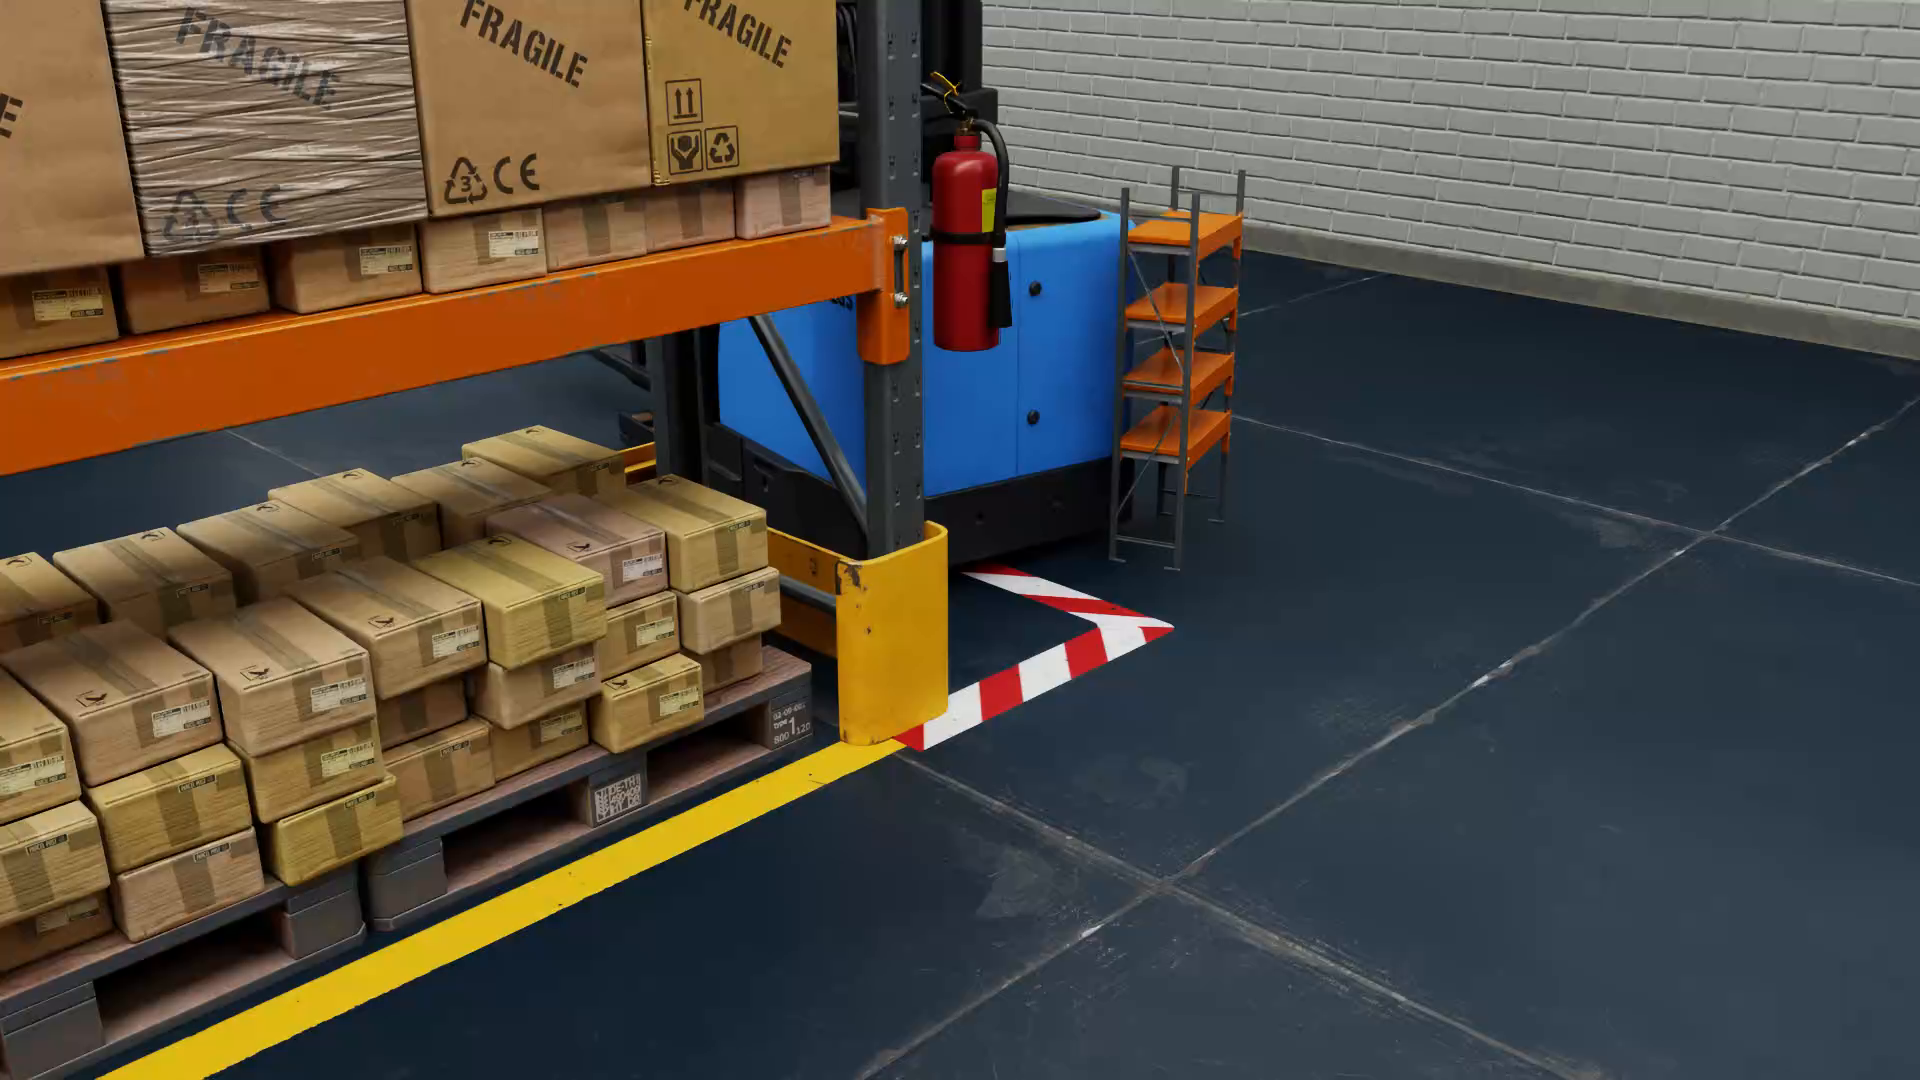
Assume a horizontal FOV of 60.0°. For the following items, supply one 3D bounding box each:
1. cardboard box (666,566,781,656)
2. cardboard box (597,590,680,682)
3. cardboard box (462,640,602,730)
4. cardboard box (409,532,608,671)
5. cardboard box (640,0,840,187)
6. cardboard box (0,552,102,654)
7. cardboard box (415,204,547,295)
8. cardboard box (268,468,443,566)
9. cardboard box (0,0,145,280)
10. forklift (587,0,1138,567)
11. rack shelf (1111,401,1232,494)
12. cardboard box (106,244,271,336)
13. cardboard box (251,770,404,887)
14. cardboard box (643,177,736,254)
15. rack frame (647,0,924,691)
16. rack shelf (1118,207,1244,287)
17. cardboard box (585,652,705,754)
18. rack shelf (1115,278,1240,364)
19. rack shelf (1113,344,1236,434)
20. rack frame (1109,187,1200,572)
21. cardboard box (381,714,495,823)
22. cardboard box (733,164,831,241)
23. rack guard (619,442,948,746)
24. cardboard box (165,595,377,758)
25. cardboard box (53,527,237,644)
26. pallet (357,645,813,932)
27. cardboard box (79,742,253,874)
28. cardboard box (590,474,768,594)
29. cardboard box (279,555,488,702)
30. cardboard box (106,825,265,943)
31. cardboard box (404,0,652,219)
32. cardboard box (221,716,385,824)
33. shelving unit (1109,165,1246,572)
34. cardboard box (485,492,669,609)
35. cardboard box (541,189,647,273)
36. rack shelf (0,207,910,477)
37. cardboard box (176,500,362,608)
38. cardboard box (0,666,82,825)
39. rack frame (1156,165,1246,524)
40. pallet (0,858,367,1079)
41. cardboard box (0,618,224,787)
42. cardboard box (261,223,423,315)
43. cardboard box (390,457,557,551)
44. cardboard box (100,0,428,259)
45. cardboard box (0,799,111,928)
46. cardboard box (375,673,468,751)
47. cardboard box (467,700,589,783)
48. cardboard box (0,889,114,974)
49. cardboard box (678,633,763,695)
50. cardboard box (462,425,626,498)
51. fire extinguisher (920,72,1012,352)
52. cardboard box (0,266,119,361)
[{"bbox_3d":[-0.654,0.125,4.042,0.380,0.149,0.250,18,28,39],"label":"cardboard box"},{"bbox_3d":[-0.875,0.179,3.902,0.380,0.149,0.250,18,28,39],"label":"cardboard box"},{"bbox_3d":[-1.015,0.259,3.693,0.380,0.149,0.250,18,27,39],"label":"cardboard box"},{"bbox_3d":[-0.984,0.127,3.621,0.380,0.149,0.250,18,28,39],"label":"cardboard box"},{"bbox_3d":[-0.619,-1.083,3.658,0.500,0.500,0.500,-19,28,-41],"label":"cardboard box"},{"bbox_3d":[-2.003,0.172,3.505,0.250,0.149,0.380,-20,28,-41],"label":"cardboard box"},{"bbox_3d":[-1.041,-0.612,3.335,0.250,0.149,0.380,-19,28,-41],"label":"cardboard box"},{"bbox_3d":[-1.473,-0.037,4.050,0.380,0.149,0.250,19,28,40],"label":"cardboard box"},{"bbox_3d":[-1.684,-0.694,2.645,0.500,0.500,0.500,-18,28,-39],"label":"cardboard box"},{"bbox_3d":[-0.658,-1.721,5.966,1.130,2.935,3.031,-14,25,-31],"label":"forklift"},{"bbox_3d":[0.697,-0.308,5.445,0.258,0.148,0.480,9,23,23],"label":"rack shelf"},{"bbox_3d":[-1.477,-0.497,3.037,0.380,0.149,0.250,18,27,38],"label":"cardboard box"},{"bbox_3d":[-1.357,0.530,3.402,0.380,0.149,0.250,18,27,38],"label":"cardboard box"},{"bbox_3d":[-0.715,-0.751,3.699,0.380,0.149,0.250,19,28,41],"label":"cardboard box"},{"bbox_3d":[-0.490,-1.078,4.198,1.000,3.000,0.127,19,28,41],"label":"rack frame"},{"bbox_3d":[0.697,-0.923,5.209,0.258,0.148,0.480,9,23,23],"label":"rack shelf"},{"bbox_3d":[-0.815,0.336,3.908,0.250,0.149,0.380,-19,28,-40],"label":"cardboard box"},{"bbox_3d":[0.697,-0.702,5.294,0.258,0.148,0.480,9,23,23],"label":"rack shelf"},{"bbox_3d":[0.697,-0.494,5.374,0.258,0.148,0.480,9,23,23],"label":"rack shelf"},{"bbox_3d":[0.594,-0.477,5.143,0.240,1.200,0.015,9,23,23],"label":"rack frame"},{"bbox_3d":[-1.224,0.449,3.614,0.380,0.149,0.250,20,28,41],"label":"cardboard box"},{"bbox_3d":[-0.515,-0.806,3.841,0.380,0.149,0.250,19,28,41],"label":"cardboard box"},{"bbox_3d":[-0.543,0.109,4.595,1.175,0.500,0.348,19,28,41],"label":"rack guard"},{"bbox_3d":[-1.357,0.261,3.274,0.250,0.149,0.380,-19,28,-40],"label":"cardboard box"},{"bbox_3d":[-1.787,0.116,3.651,0.250,0.149,0.380,-19,28,-40],"label":"cardboard box"},{"bbox_3d":[-1.135,0.443,4.127,1.003,0.211,1.213,19,28,41],"label":"pallet"},{"bbox_3d":[-1.559,0.457,3.179,0.250,0.149,0.380,-18,28,-39],"label":"cardboard box"},{"bbox_3d":[-0.678,-0.021,4.008,0.380,0.149,0.250,20,28,41],"label":"cardboard box"},{"bbox_3d":[-1.210,0.178,3.490,0.380,0.149,0.250,18,27,39],"label":"cardboard box"},{"bbox_3d":[-1.562,0.595,3.233,0.250,0.149,0.380,-20,28,-41],"label":"cardboard box"},{"bbox_3d":[-0.982,-0.952,3.317,0.500,0.500,0.500,19,28,40],"label":"cardboard box"},{"bbox_3d":[-1.367,0.396,3.338,0.250,0.149,0.380,-20,28,-41],"label":"cardboard box"},{"bbox_3d":[0.697,-0.556,5.350,0.258,1.200,0.503,9,23,23],"label":"shelving unit"},{"bbox_3d":[-0.894,0.029,3.877,0.250,0.149,0.380,-20,28,-41],"label":"cardboard box"},{"bbox_3d":[-0.880,-0.683,3.521,0.380,0.149,0.250,19,28,40],"label":"cardboard box"},{"bbox_3d":[-1.885,-0.228,2.989,1.077,0.370,4.000,19,28,41],"label":"rack shelf"},{"bbox_3d":[-1.586,0.047,3.830,0.380,0.149,0.250,18,27,38],"label":"cardboard box"},{"bbox_3d":[-1.783,0.375,2.976,0.380,0.149,0.250,19,28,41],"label":"cardboard box"},{"bbox_3d":[0.799,-0.636,5.557,0.240,1.200,0.015,9,23,23],"label":"rack frame"},{"bbox_3d":[-1.986,0.755,3.315,1.003,0.211,1.213,19,28,41],"label":"pallet"},{"bbox_3d":[-1.621,0.301,3.170,0.380,0.149,0.250,18,27,39],"label":"cardboard box"},{"bbox_3d":[-1.246,-0.551,3.178,0.380,0.149,0.250,18,27,38],"label":"cardboard box"},{"bbox_3d":[-1.205,-0.070,4.135,0.250,0.149,0.380,-20,28,-41],"label":"cardboard box"},{"bbox_3d":[-1.329,-0.820,2.972,0.500,0.500,0.500,19,28,41],"label":"cardboard box"},{"bbox_3d":[-1.731,0.535,2.977,0.380,0.149,0.250,20,28,41],"label":"cardboard box"},{"bbox_3d":[-1.276,0.303,3.580,0.380,0.149,0.250,19,28,40],"label":"cardboard box"},{"bbox_3d":[-1.061,0.382,3.787,0.380,0.149,0.250,19,28,40],"label":"cardboard box"},{"bbox_3d":[-1.792,0.642,3.113,0.250,0.149,0.380,-19,28,-41],"label":"cardboard box"},{"bbox_3d":[-0.708,0.244,4.146,0.250,0.149,0.380,-20,28,-41],"label":"cardboard box"},{"bbox_3d":[-1.099,-0.171,4.398,0.380,0.149,0.250,18,27,38],"label":"cardboard box"},{"bbox_3d":[0.016,-0.817,4.146,0.296,0.674,0.183,19,28,41],"label":"fire extinguisher"},{"bbox_3d":[-1.650,-0.425,2.848,0.250,0.149,0.380,-20,28,-41],"label":"cardboard box"}]
